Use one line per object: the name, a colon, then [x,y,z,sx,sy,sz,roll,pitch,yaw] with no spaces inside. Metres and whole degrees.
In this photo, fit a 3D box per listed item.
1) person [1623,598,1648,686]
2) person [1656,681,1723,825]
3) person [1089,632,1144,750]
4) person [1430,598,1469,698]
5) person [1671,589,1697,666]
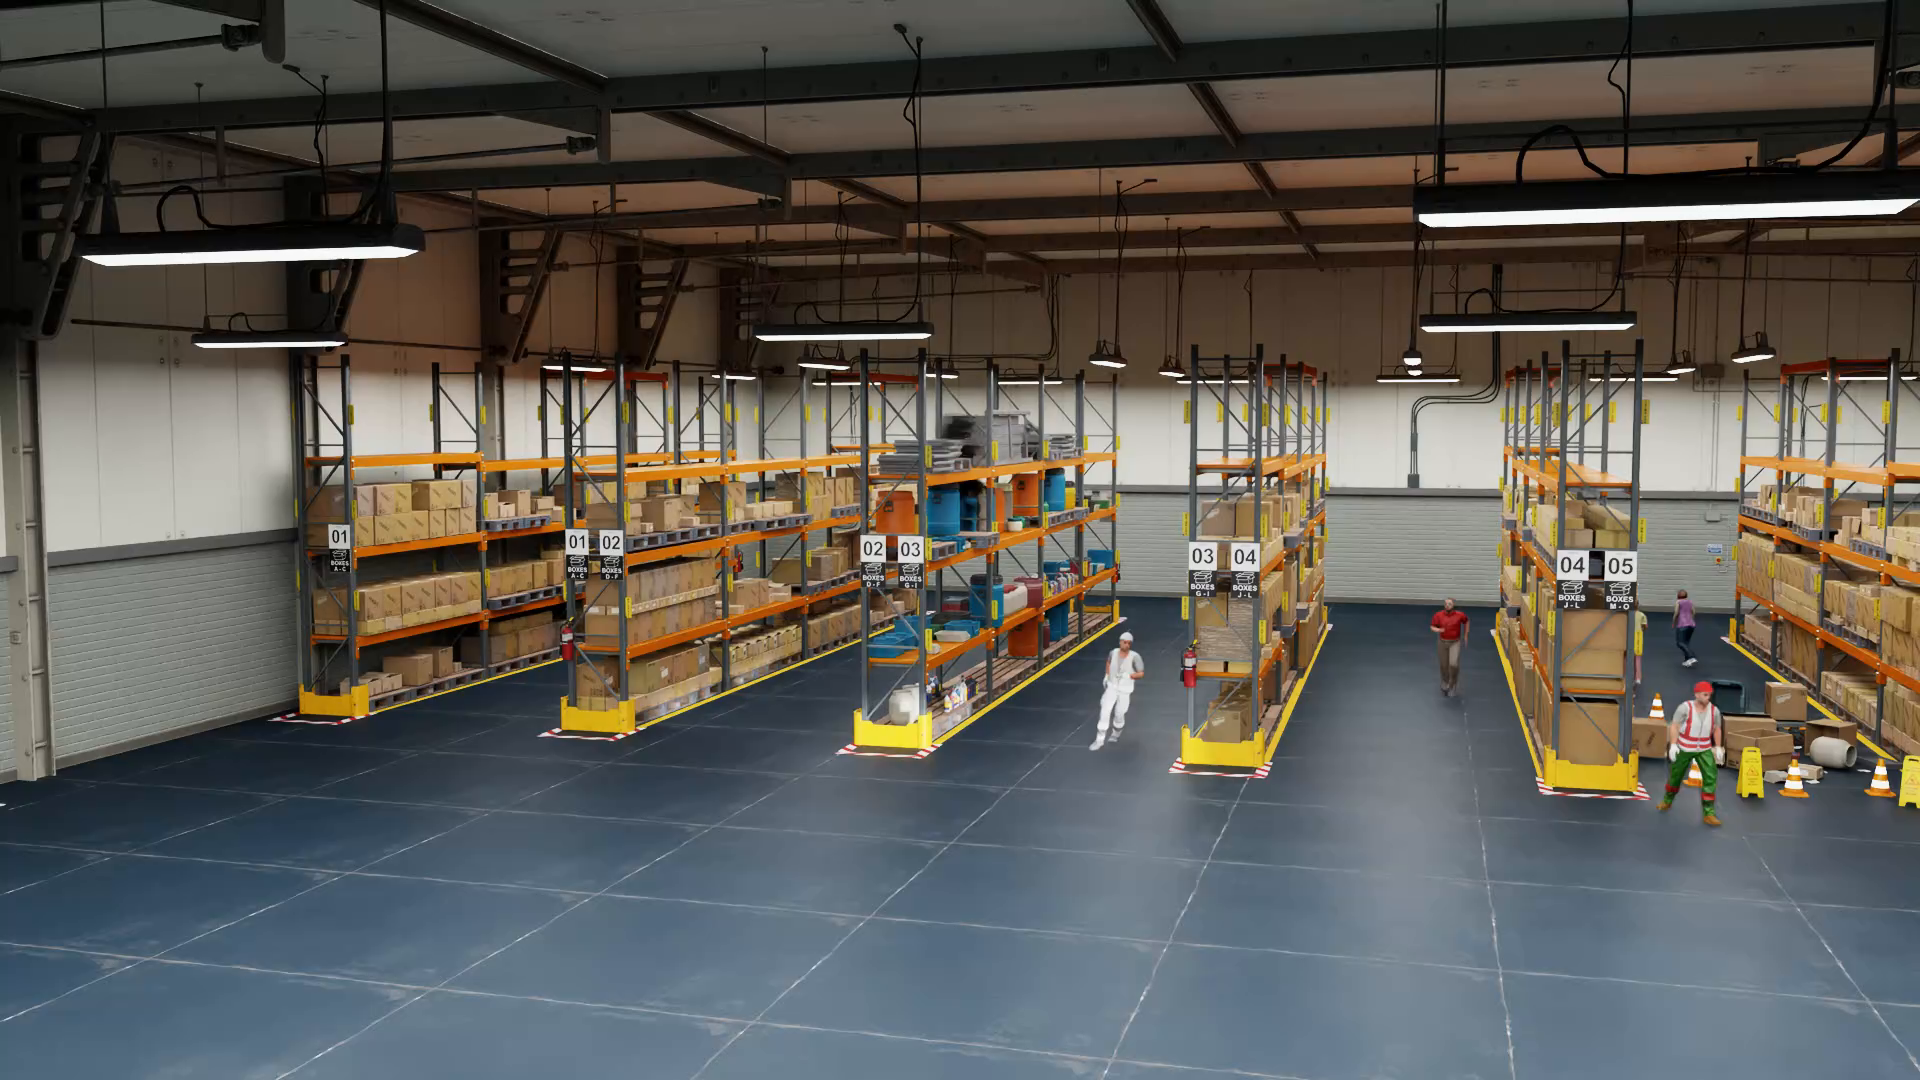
person: [12.386,1.890,30.612,0.573,1.640,0.940,1,4,13]
person: [9.095,2.589,20.594,0.729,1.731,0.929,0,4,3]
person: [2.372,2.226,24.761,0.769,1.721,0.827,1,4,15]
person: [8.741,1.920,29.722,0.647,1.797,0.872,2,5,22]
person: [14.497,1.767,33.141,0.538,1.533,0.713,-1,5,-18]
